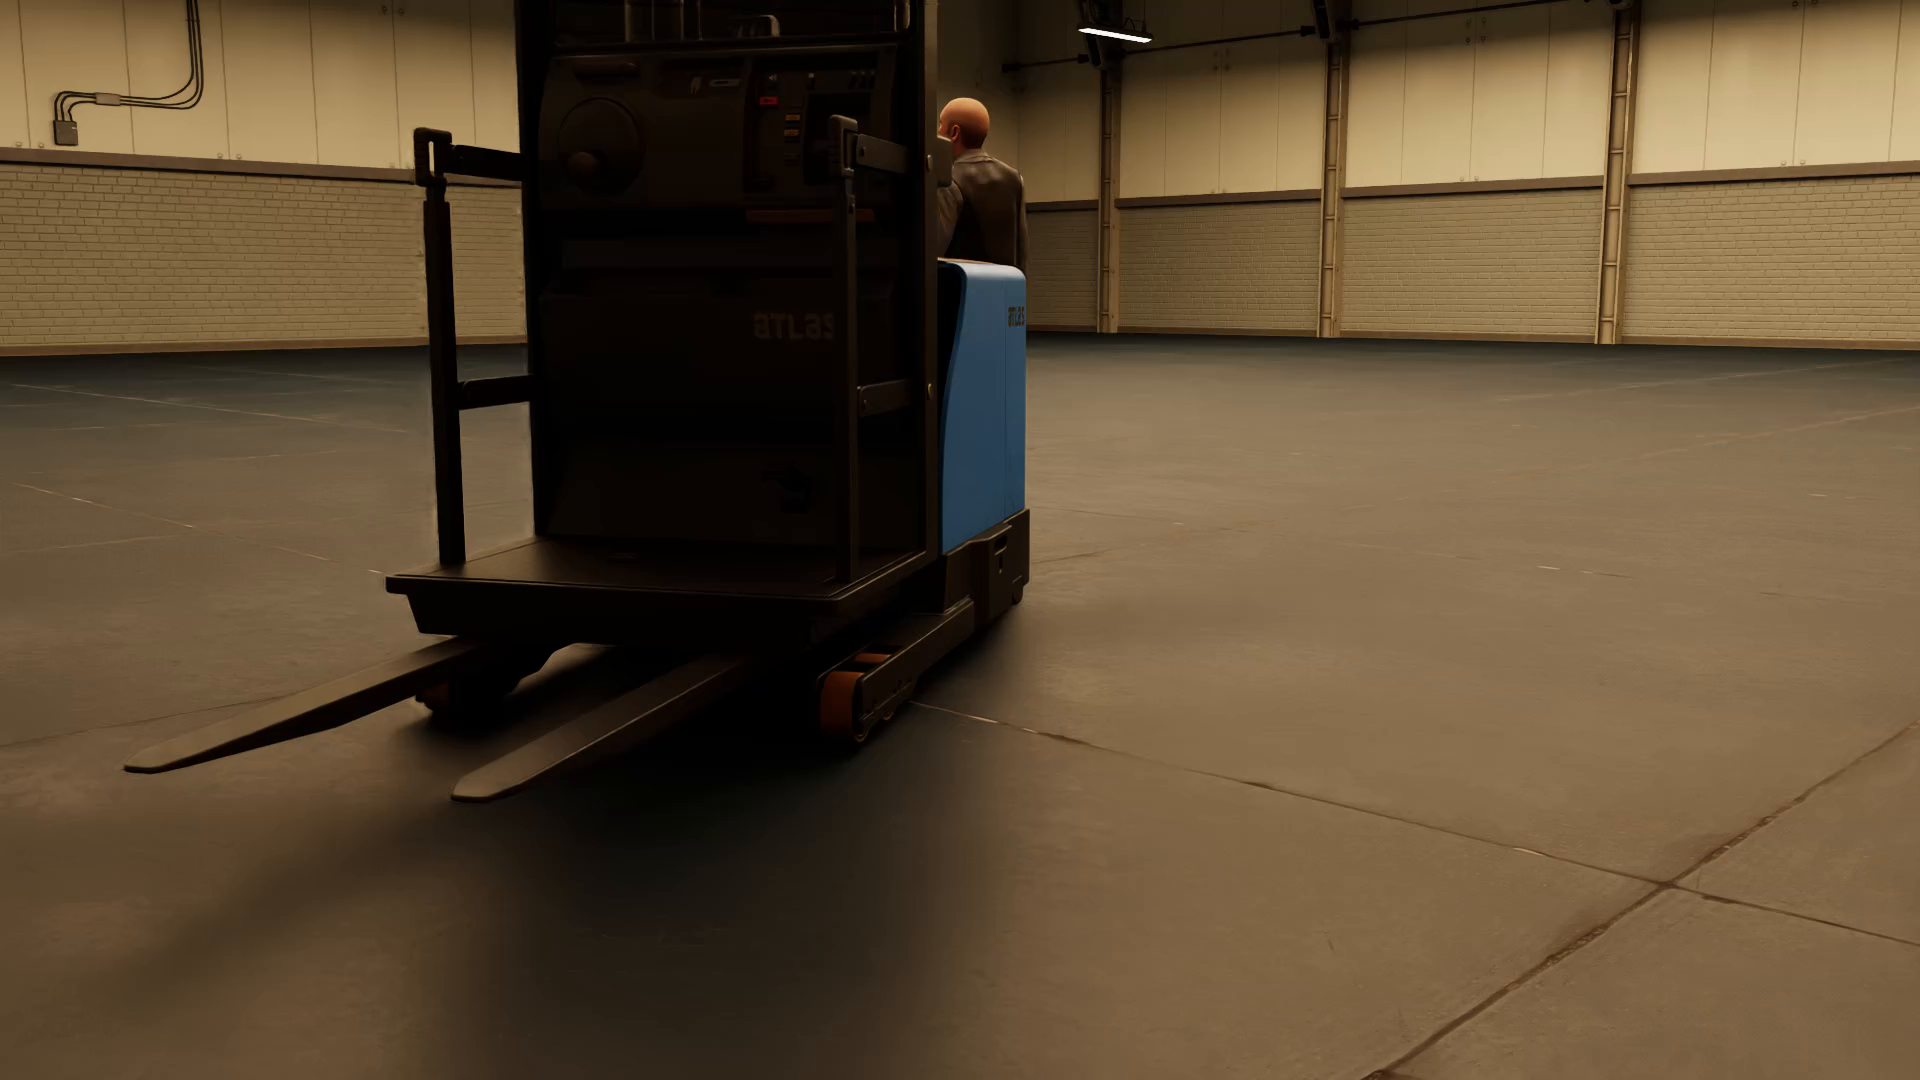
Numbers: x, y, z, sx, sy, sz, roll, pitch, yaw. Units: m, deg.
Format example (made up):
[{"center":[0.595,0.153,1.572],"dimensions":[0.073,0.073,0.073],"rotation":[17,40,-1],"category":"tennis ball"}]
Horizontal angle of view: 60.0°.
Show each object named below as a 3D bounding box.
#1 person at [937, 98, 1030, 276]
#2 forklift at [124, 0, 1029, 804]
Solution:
[{"center":[-0.040,-0.866,6.636],"dimensions":[0.568,1.721,0.633],"rotation":[8,12,43],"category":"person"},{"center":[-0.658,-1.059,3.906],"dimensions":[1.130,2.935,3.031],"rotation":[2,9,15],"category":"forklift"}]
